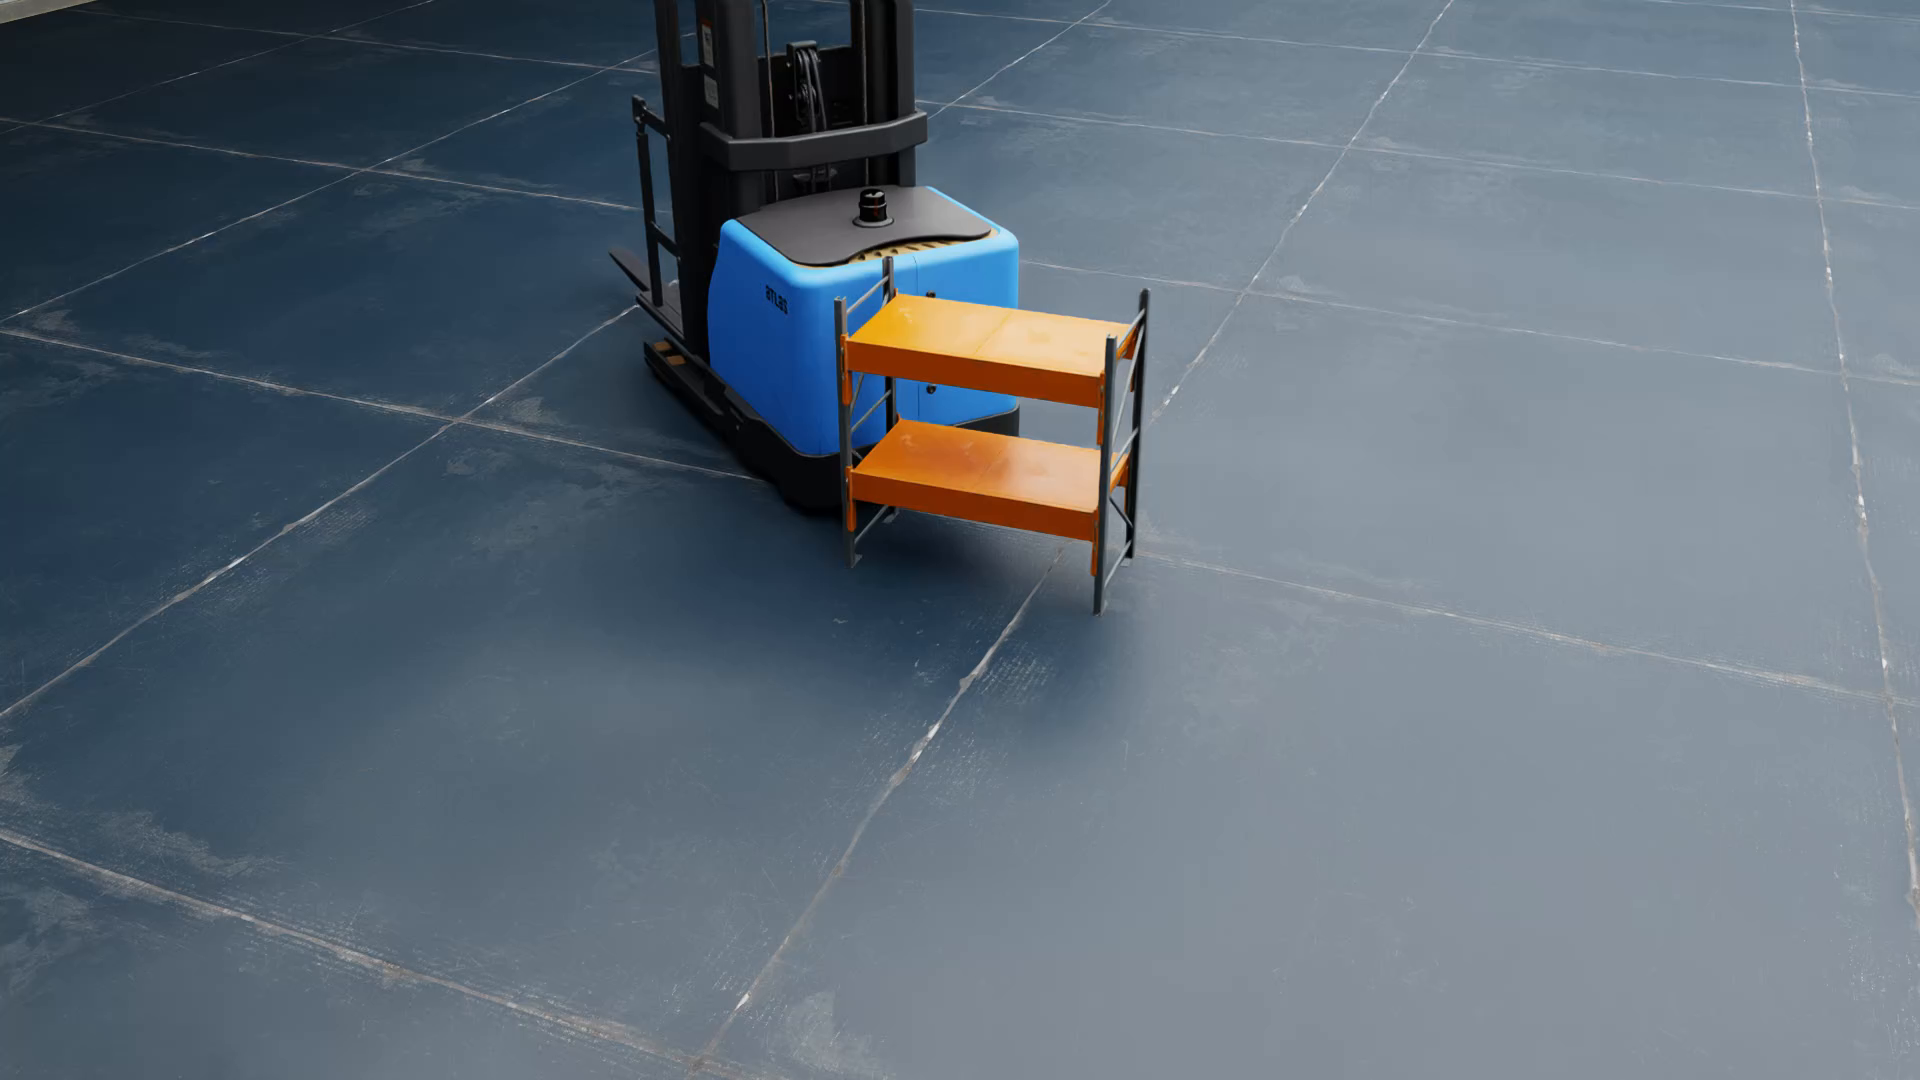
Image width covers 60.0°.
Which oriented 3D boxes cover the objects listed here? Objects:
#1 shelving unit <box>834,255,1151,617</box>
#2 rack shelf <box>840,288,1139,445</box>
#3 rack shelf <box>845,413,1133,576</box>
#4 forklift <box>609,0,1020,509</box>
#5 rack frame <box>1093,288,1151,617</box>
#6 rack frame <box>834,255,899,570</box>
[{"bbox_3d":[0.122,-0.403,6.321,1.048,1.125,0.538,10,31,17],"label":"shelving unit"},{"bbox_3d":[0.122,-0.658,6.177,1.000,0.278,0.538,10,31,17],"label":"rack shelf"},{"bbox_3d":[0.122,-0.191,6.441,1.000,0.278,0.538,10,31,17],"label":"rack shelf"},{"bbox_3d":[-0.895,-2.099,7.485,1.130,2.935,3.031,-15,33,-25],"label":"forklift"},{"bbox_3d":[0.599,-0.317,6.168,0.032,1.125,0.500,10,31,17],"label":"rack frame"},{"bbox_3d":[-0.355,-0.490,6.473,0.032,1.125,0.500,10,31,17],"label":"rack frame"}]
